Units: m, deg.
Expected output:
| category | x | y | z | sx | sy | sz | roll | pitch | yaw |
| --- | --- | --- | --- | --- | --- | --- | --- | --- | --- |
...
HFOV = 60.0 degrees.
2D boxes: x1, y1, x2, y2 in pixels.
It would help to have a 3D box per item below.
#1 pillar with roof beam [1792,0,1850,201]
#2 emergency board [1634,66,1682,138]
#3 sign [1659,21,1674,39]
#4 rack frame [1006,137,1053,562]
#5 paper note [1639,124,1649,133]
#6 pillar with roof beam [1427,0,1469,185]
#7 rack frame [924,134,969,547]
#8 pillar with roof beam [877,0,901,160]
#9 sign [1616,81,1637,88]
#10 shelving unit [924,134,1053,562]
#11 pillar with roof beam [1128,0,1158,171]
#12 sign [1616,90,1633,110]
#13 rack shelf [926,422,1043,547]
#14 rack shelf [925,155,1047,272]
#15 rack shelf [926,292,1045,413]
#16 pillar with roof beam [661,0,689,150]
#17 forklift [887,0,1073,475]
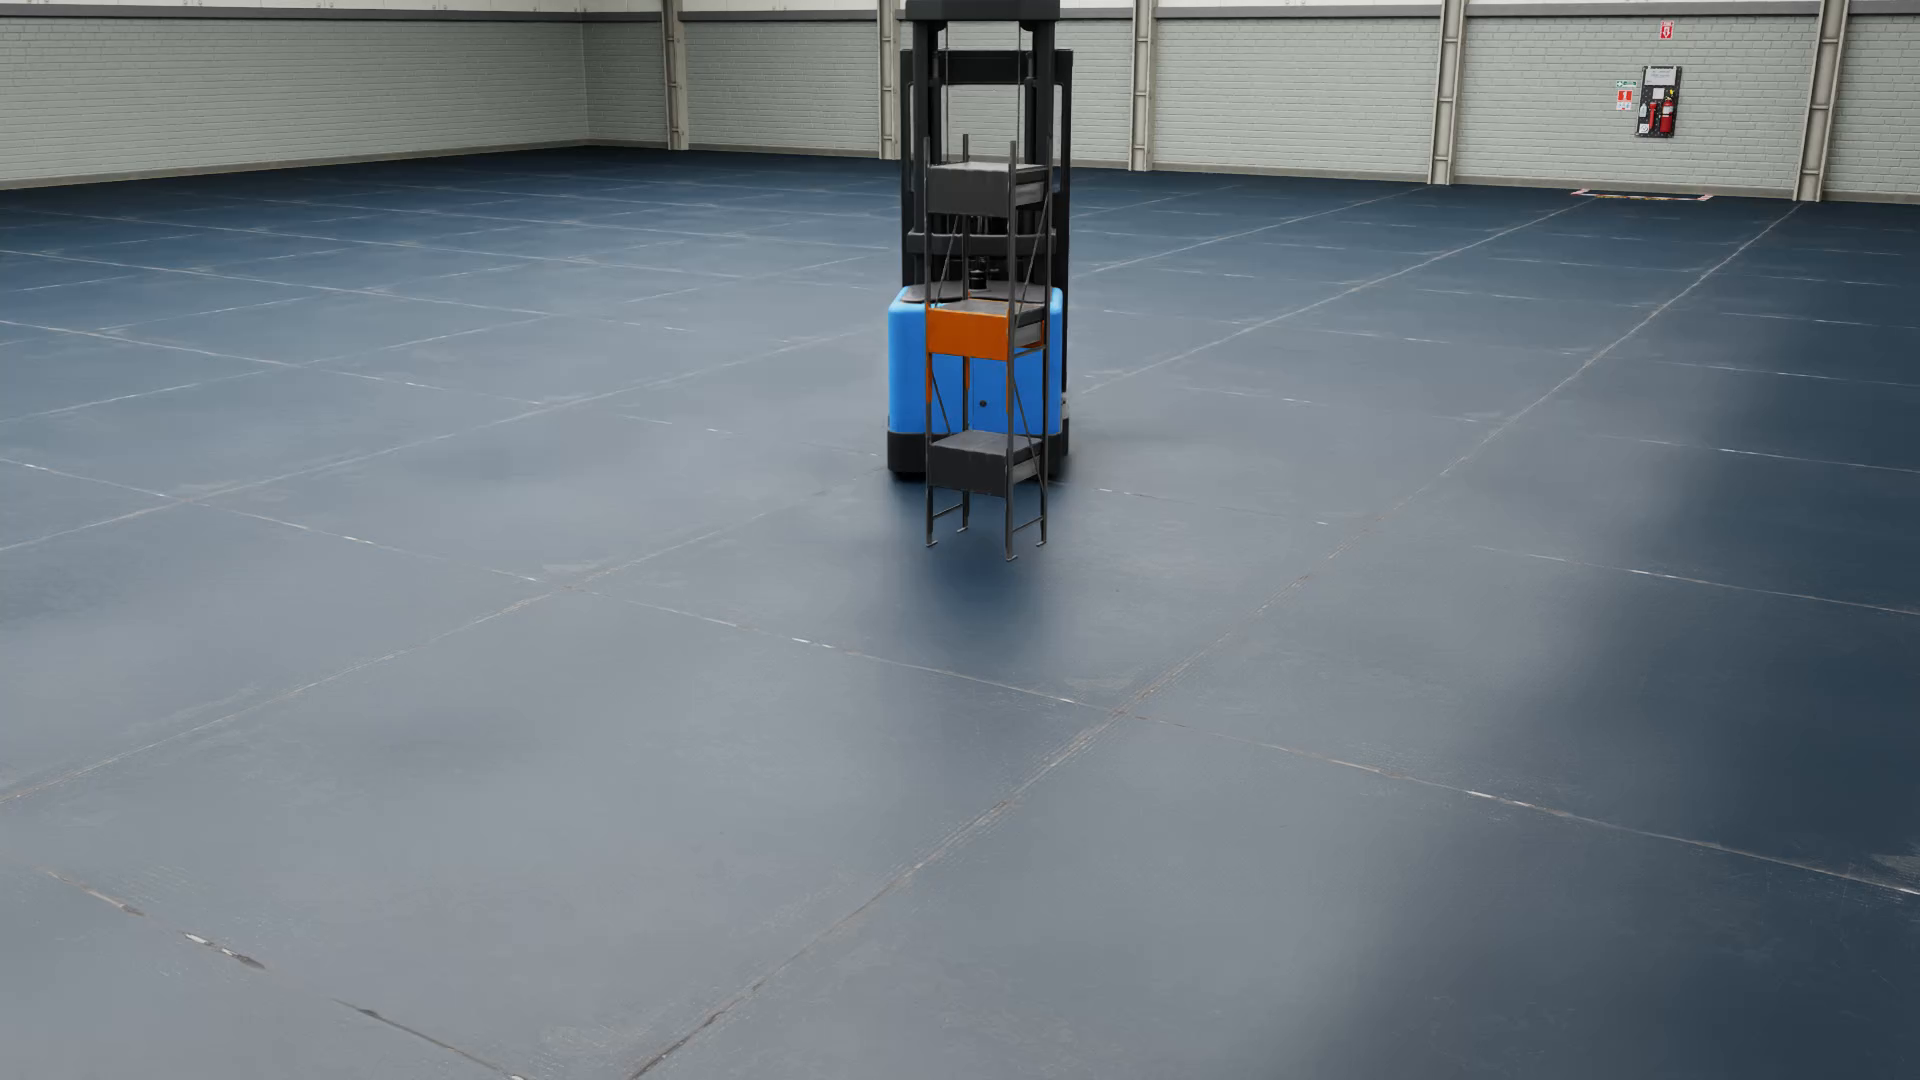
| category | x | y | z | sx | sy | sz | roll | pitch | yaw |
| --- | --- | --- | --- | --- | --- | --- | --- | --- | --- |
| pillar with roof beam | 11.574 | -8.789 | 22.332 | 0.400 | 9.000 | 9.100 | 10 | 20 | 30 |
| emergency board | 11.741 | -7.370 | 27.982 | 0.643 | 1.169 | 0.194 | 10 | 20 | 30 |
| sign | 11.786 | -8.505 | 27.730 | 0.199 | 0.298 | 0.001 | 10 | 20 | 30 |
| rack frame | 0.349 | -0.942 | 8.371 | 0.015 | 2.100 | 0.400 | 10 | 20 | 30 |
| paper note | 11.626 | -6.992 | 28.255 | 0.142 | 0.148 | 0.016 | 10 | 20 | 30 |
| pillar with roof beam | 6.461 | -9.701 | 25.336 | 0.400 | 9.000 | 9.100 | 10 | 20 | 30 |
| rack frame | -0.067 | -1.017 | 8.615 | 0.015 | 2.100 | 0.400 | 10 | 20 | 30 |
| pillar with roof beam | -3.764 | -11.527 | 31.345 | 0.400 | 9.000 | 9.100 | 10 | 20 | 30 |
| sign | 11.323 | -7.747 | 28.251 | 0.331 | 0.109 | 0.001 | 10 | 20 | 30 |
| shelving unit | 0.141 | -0.979 | 8.493 | 0.503 | 2.100 | 0.431 | 10 | 20 | 30 |
| pillar with roof beam | 1.348 | -10.614 | 28.340 | 0.400 | 9.000 | 9.100 | 10 | 20 | 30 |
| sign | 11.324 | -7.496 | 28.338 | 0.234 | 0.329 | 0.001 | 10 | 20 | 30 |
| rack shelf | 0.141 | -0.297 | 8.701 | 0.480 | 0.518 | 0.431 | 10 | 20 | 30 |
| rack shelf | 0.141 | -1.636 | 8.294 | 0.480 | 0.518 | 0.431 | 10 | 20 | 30 |
| rack shelf | 0.141 | -0.966 | 8.497 | 0.480 | 0.518 | 0.431 | 10 | 20 | 30 |
| pillar with roof beam | -8.877 | -12.439 | 34.349 | 0.400 | 9.000 | 9.100 | 10 | 20 | 30 |
| forklift | 0.182 | -2.170 | 10.982 | 1.130 | 2.935 | 3.031 | 1 | 17 | 4 |
